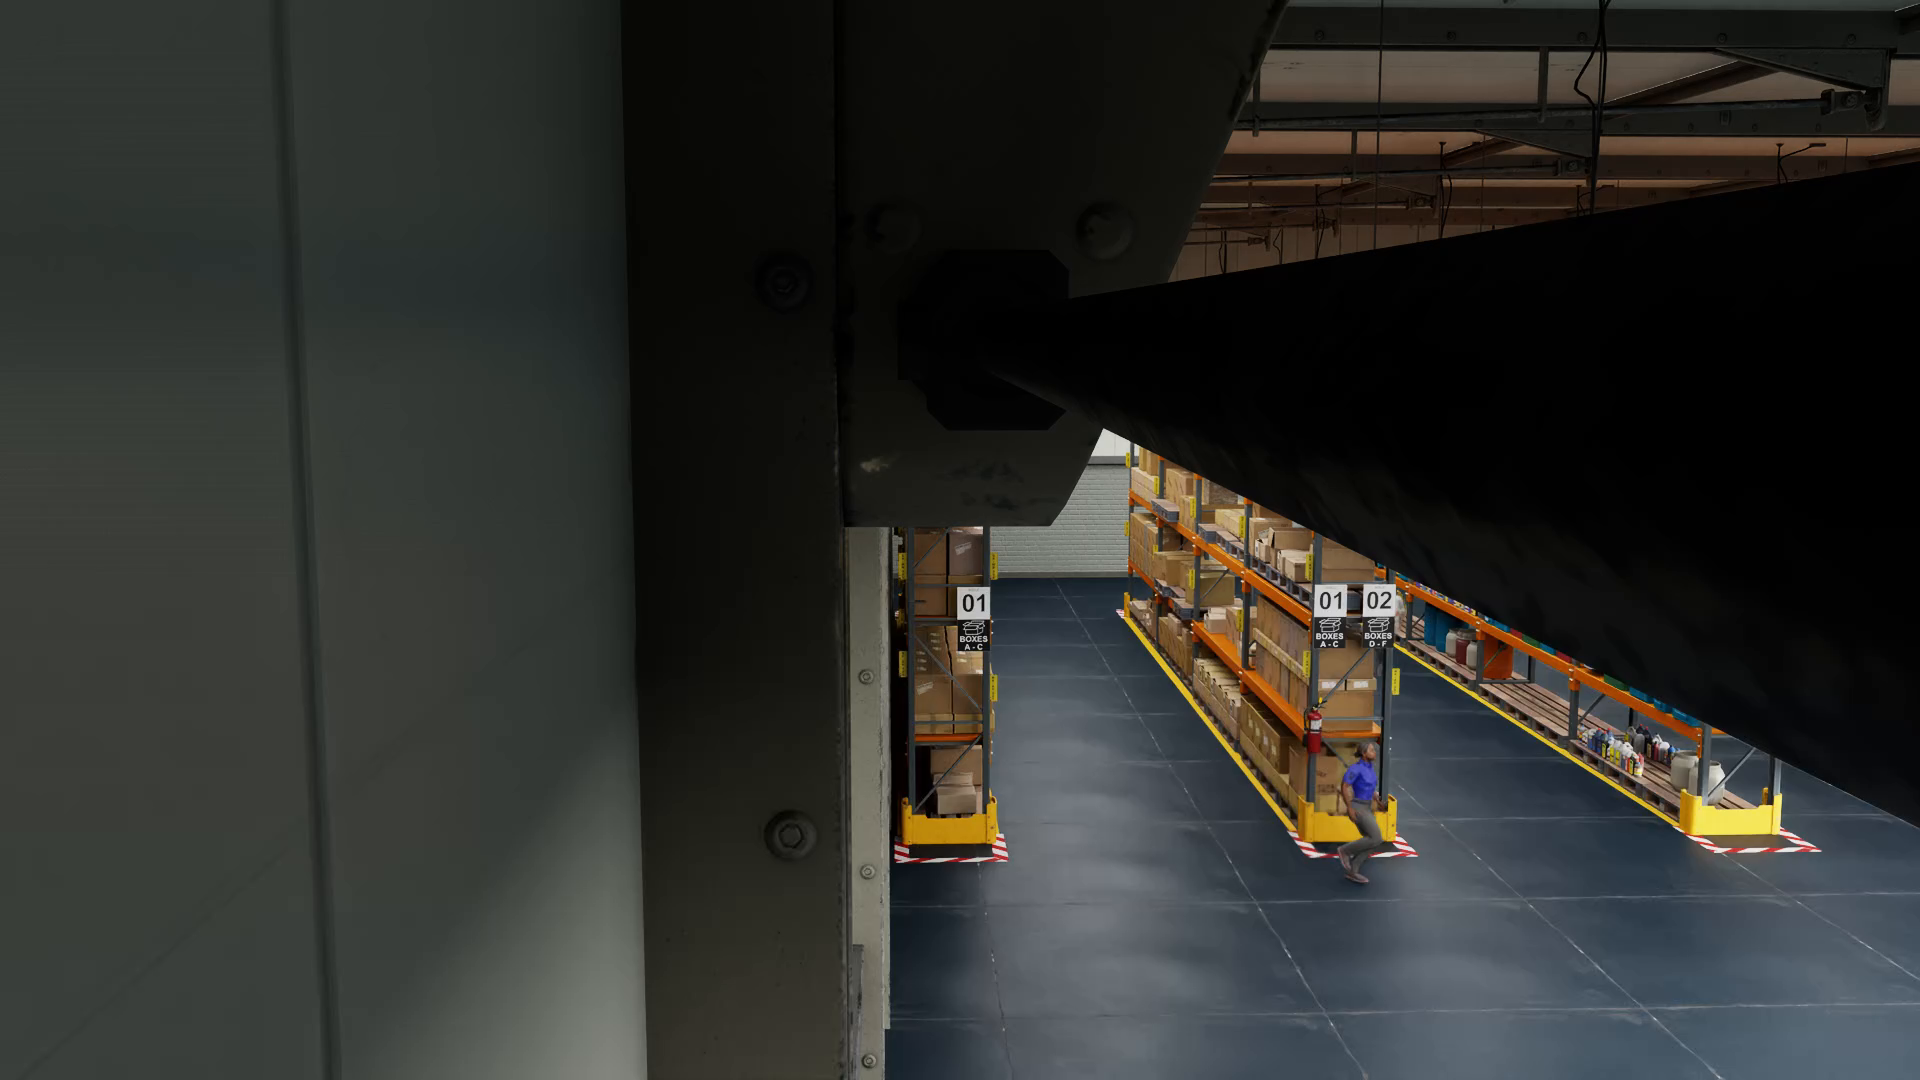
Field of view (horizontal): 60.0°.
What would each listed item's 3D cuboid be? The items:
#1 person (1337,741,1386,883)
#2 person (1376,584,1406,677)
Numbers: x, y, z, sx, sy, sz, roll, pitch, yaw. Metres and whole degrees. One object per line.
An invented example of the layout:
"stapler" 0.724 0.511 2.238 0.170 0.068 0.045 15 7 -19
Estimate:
"person" 4.668 3.110 19.143 0.510 1.580 0.618 5 9 32
"person" 7.775 1.592 30.301 0.640 1.800 0.788 0 7 1
